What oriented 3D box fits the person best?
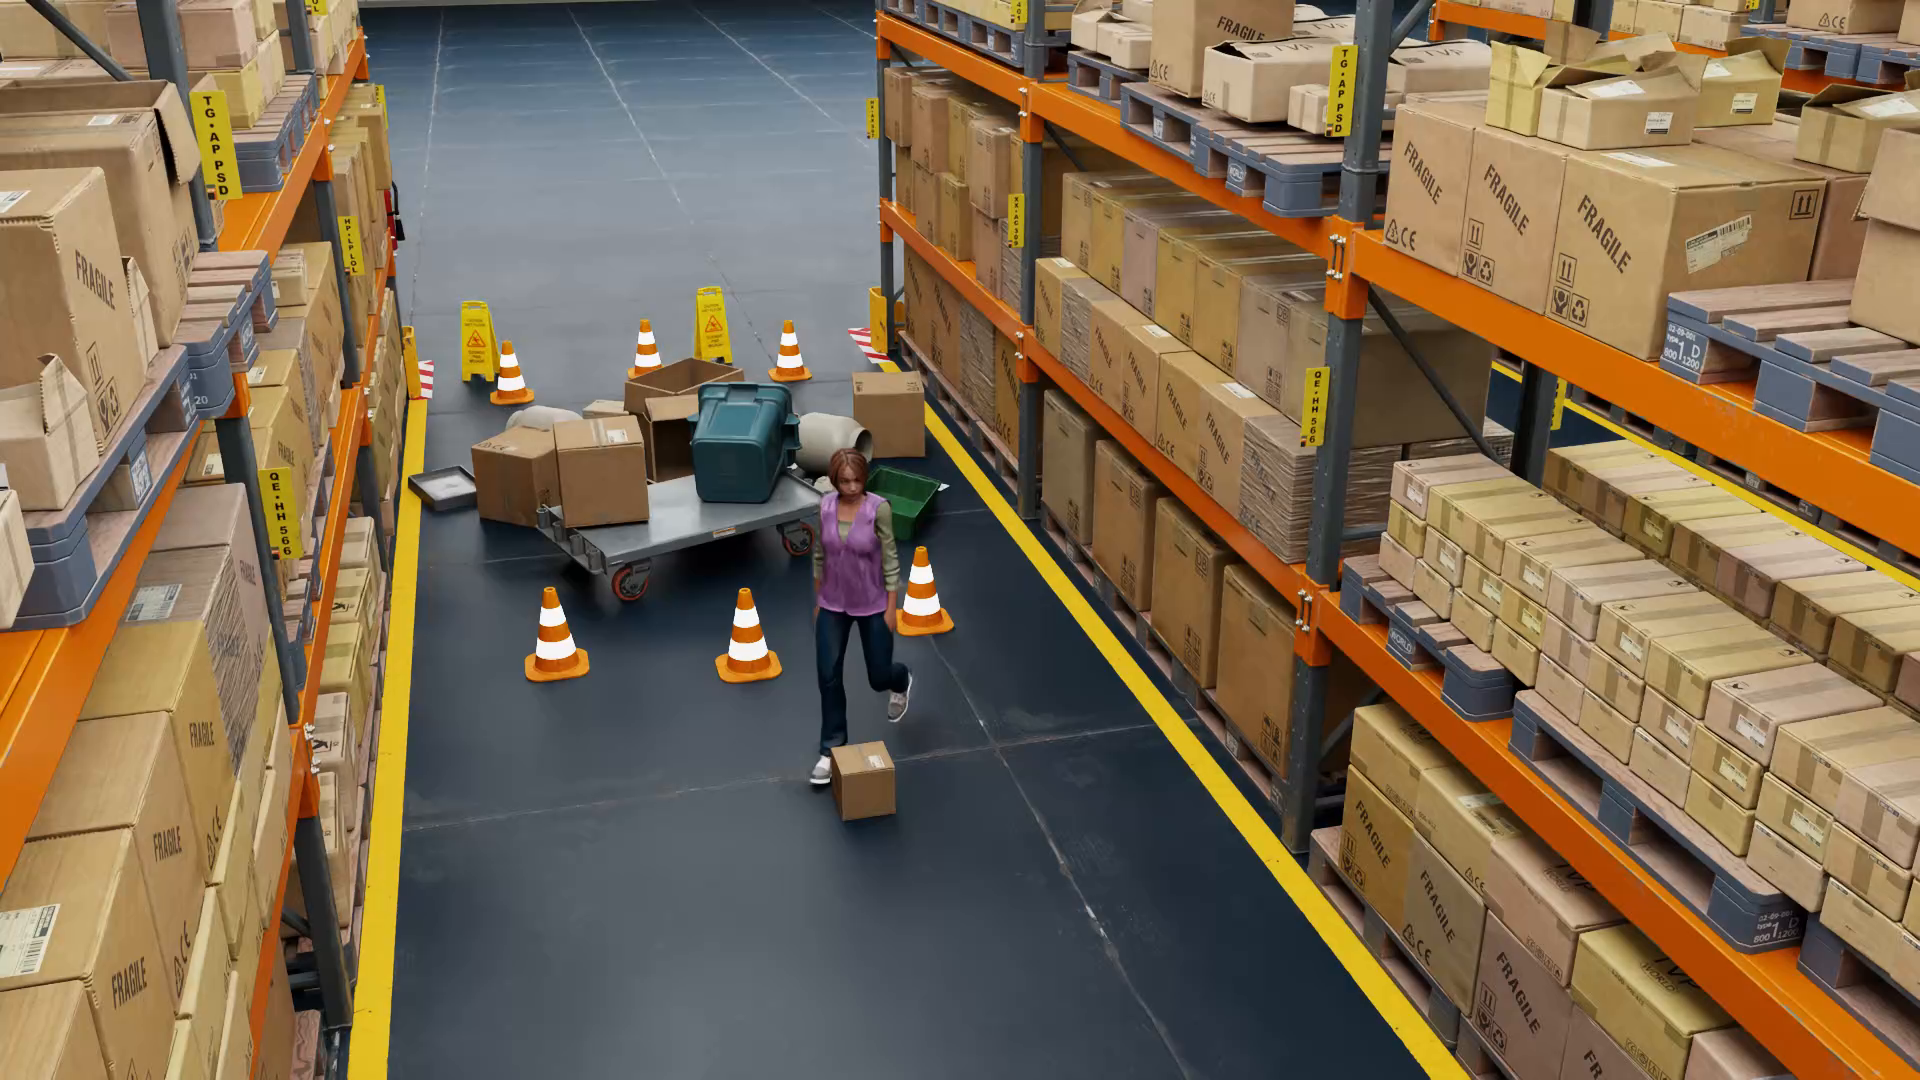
[{"bbox_3d":[-0.503,0.321,7.877,0.435,1.554,0.788,6,24,14],"label":"person"}]
